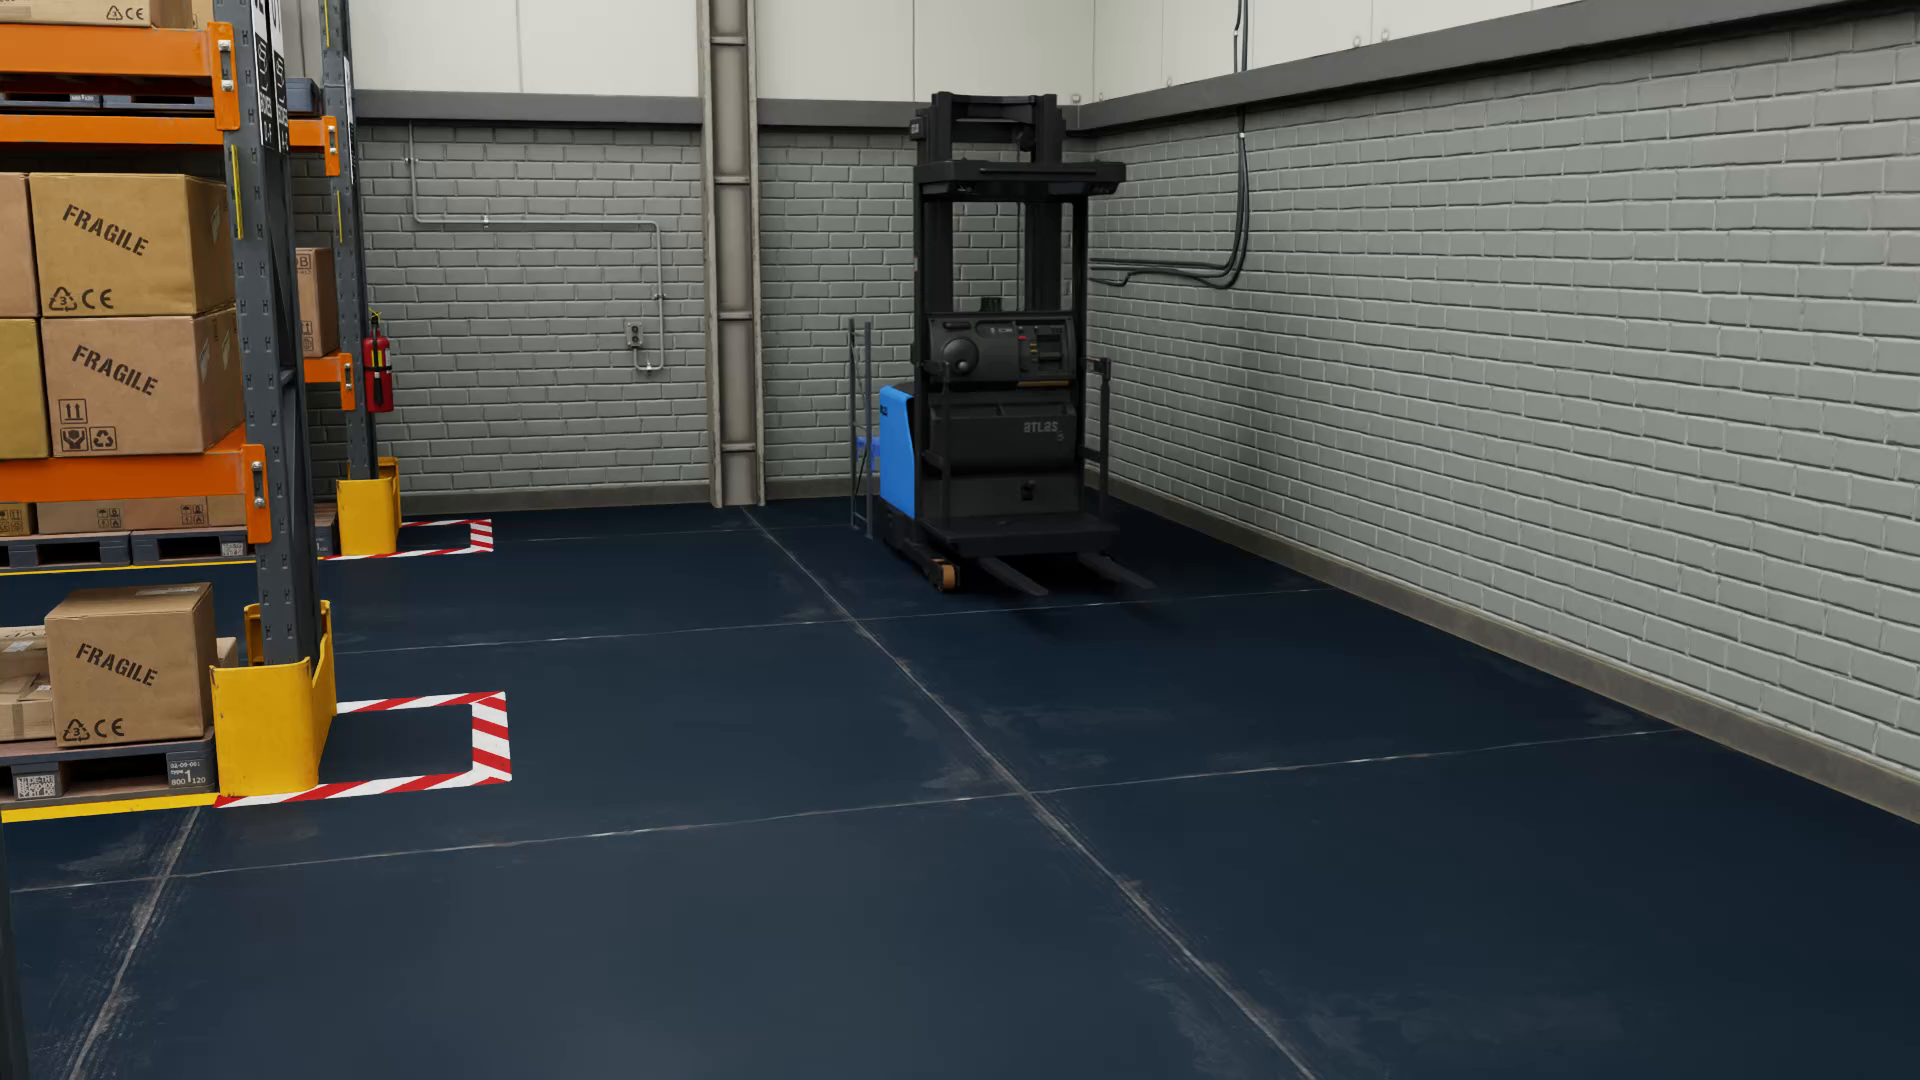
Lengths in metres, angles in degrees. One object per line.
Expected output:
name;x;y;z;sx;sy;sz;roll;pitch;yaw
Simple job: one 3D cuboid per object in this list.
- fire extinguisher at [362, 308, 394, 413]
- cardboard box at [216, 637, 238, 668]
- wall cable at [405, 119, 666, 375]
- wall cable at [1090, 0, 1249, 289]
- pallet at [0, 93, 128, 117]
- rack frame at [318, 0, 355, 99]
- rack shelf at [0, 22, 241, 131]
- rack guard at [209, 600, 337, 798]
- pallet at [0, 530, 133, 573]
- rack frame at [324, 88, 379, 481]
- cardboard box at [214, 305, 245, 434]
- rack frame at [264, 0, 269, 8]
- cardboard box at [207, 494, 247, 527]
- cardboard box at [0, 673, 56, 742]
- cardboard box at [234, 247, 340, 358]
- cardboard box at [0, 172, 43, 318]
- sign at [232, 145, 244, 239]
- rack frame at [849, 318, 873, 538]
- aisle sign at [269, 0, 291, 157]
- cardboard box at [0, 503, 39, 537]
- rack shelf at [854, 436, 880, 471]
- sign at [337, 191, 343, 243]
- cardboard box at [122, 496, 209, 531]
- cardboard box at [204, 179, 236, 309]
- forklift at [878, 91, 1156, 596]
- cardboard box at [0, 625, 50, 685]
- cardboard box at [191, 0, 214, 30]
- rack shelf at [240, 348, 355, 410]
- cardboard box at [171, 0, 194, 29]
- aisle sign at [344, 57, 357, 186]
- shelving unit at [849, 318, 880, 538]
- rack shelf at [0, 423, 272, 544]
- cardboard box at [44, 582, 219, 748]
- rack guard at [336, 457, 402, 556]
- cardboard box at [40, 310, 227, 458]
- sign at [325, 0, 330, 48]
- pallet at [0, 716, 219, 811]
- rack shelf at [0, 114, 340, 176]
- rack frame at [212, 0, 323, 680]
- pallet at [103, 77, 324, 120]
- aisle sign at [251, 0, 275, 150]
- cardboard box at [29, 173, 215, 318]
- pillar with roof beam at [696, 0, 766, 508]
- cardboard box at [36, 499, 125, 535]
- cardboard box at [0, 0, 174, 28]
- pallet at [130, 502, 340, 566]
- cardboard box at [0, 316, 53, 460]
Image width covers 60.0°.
fire extinguisher;-3.829;-1.182;10.923;0.183;0.674;0.296;-3;11;-16
cardboard box;-3.213;0.533;7.028;0.250;0.149;0.380;-3;11;-16
wall cable;-3.138;-2.204;12.430;1.851;1.984;0.084;-3;11;-16
wall cable;1.428;-3.123;12.232;0.112;2.526;3.097;-3;11;-16
pallet;-5.986;-2.805;10.460;1.213;0.211;1.003;-3;11;-16
rack frame;-4.103;-4.426;10.734;0.127;3.000;1.000;-3;11;-16
rack shelf;-4.635;-1.635;5.844;4.000;0.370;1.077;-3;11;-16
rack guard;-2.788;0.619;6.806;0.348;0.500;1.175;-3;11;-16
pallet;-6.018;0.011;10.904;1.213;0.211;1.003;-3;11;-16
rack frame;-4.103;-1.476;11.277;0.127;3.000;1.000;-3;11;-16
cardboard box;-3.214;-0.687;6.718;0.500;0.500;0.500;-3;11;-15
rack frame;-2.715;-3.565;6.057;0.127;3.000;1.000;-3;11;-16
cardboard box;-4.747;-0.400;11.178;0.500;0.500;0.700;-3;11;-16
cardboard box;-3.582;0.638;6.408;0.250;0.166;0.380;-3;11;-16
cardboard box;-4.590;-1.596;11.100;0.700;0.700;0.980;-3;11;-13
cardboard box;-3.550;-1.059;5.979;0.500;0.500;0.500;-3;11;-14
sign;-2.579;-1.242;5.937;0.005;0.325;0.100;-3;11;-16
rack frame;-0.699;-0.793;11.710;0.032;1.500;0.500;-3;11;-17
aisle sign;-2.731;-1.948;6.661;0.004;0.787;0.394;-3;11;-16
cardboard box;-6.220;-0.321;10.748;0.500;0.500;0.700;-3;11;-15
rack shelf;-0.215;-0.644;11.894;1.000;0.185;0.538;-3;11;-17
sign;-3.965;-2.066;10.634;0.005;0.325;0.100;-3;11;-16
cardboard box;-5.227;-0.375;11.041;0.500;0.500;0.700;-3;11;-16
cardboard box;-3.214;-1.179;6.628;0.500;0.500;0.500;-3;11;-14
forklift;0.322;-1.212;10.036;1.130;2.935;3.031;-3;11;-15
cardboard box;-3.796;0.525;6.790;0.500;0.250;0.500;-3;11;-16
cardboard box;-4.729;-3.417;10.445;0.500;0.500;0.500;-3;11;-16
rack shelf;-6.023;-1.021;10.792;4.000;0.370;1.077;-3;11;-16
cardboard box;-3.279;-2.034;6.441;0.500;0.250;0.500;-3;11;-16
aisle sign;-3.950;-2.706;10.778;0.004;0.787;0.394;-3;11;-16
shelving unit;-0.215;-0.821;11.861;1.048;1.500;0.538;-3;11;-17
rack shelf;-4.635;-0.160;6.115;4.000;0.370;1.077;-3;11;-16
cardboard box;-3.168;0.469;6.405;0.500;0.500;0.500;-3;11;-16
rack guard;-4.080;-0.247;11.510;0.348;0.500;1.175;-3;11;-16
cardboard box;-3.069;-0.594;6.211;0.500;0.500;0.500;-3;11;-14
sign;-3.965;-3.252;10.416;0.005;0.325;0.100;-3;11;-16
pallet;-3.553;0.801;6.612;1.213;0.211;1.003;-3;11;-16
rack shelf;-6.023;-2.496;10.521;4.000;0.370;1.077;-3;11;-16
rack frame;-2.715;-0.615;6.600;0.127;3.000;1.000;-3;11;-16
pallet;-4.812;-2.868;10.799;1.213;0.211;1.003;-3;11;-16
aisle sign;-2.564;-1.843;6.094;0.004;0.787;0.394;-3;11;-16
cardboard box;-3.065;-1.085;6.119;0.500;0.500;0.500;-3;11;-16
pillar with roof beam;-0.549;-3.965;8.227;0.400;9.000;9.100;-3;11;-16
cardboard box;-5.710;-0.349;10.902;0.500;0.500;0.700;-3;11;-18
cardboard box;-3.134;-1.944;5.952;0.500;0.250;0.500;-3;11;-16
pallet;-4.849;-0.050;11.236;1.213;0.211;1.003;-3;11;-16
cardboard box;-3.566;-0.567;6.065;0.500;0.500;0.500;-3;11;-15
